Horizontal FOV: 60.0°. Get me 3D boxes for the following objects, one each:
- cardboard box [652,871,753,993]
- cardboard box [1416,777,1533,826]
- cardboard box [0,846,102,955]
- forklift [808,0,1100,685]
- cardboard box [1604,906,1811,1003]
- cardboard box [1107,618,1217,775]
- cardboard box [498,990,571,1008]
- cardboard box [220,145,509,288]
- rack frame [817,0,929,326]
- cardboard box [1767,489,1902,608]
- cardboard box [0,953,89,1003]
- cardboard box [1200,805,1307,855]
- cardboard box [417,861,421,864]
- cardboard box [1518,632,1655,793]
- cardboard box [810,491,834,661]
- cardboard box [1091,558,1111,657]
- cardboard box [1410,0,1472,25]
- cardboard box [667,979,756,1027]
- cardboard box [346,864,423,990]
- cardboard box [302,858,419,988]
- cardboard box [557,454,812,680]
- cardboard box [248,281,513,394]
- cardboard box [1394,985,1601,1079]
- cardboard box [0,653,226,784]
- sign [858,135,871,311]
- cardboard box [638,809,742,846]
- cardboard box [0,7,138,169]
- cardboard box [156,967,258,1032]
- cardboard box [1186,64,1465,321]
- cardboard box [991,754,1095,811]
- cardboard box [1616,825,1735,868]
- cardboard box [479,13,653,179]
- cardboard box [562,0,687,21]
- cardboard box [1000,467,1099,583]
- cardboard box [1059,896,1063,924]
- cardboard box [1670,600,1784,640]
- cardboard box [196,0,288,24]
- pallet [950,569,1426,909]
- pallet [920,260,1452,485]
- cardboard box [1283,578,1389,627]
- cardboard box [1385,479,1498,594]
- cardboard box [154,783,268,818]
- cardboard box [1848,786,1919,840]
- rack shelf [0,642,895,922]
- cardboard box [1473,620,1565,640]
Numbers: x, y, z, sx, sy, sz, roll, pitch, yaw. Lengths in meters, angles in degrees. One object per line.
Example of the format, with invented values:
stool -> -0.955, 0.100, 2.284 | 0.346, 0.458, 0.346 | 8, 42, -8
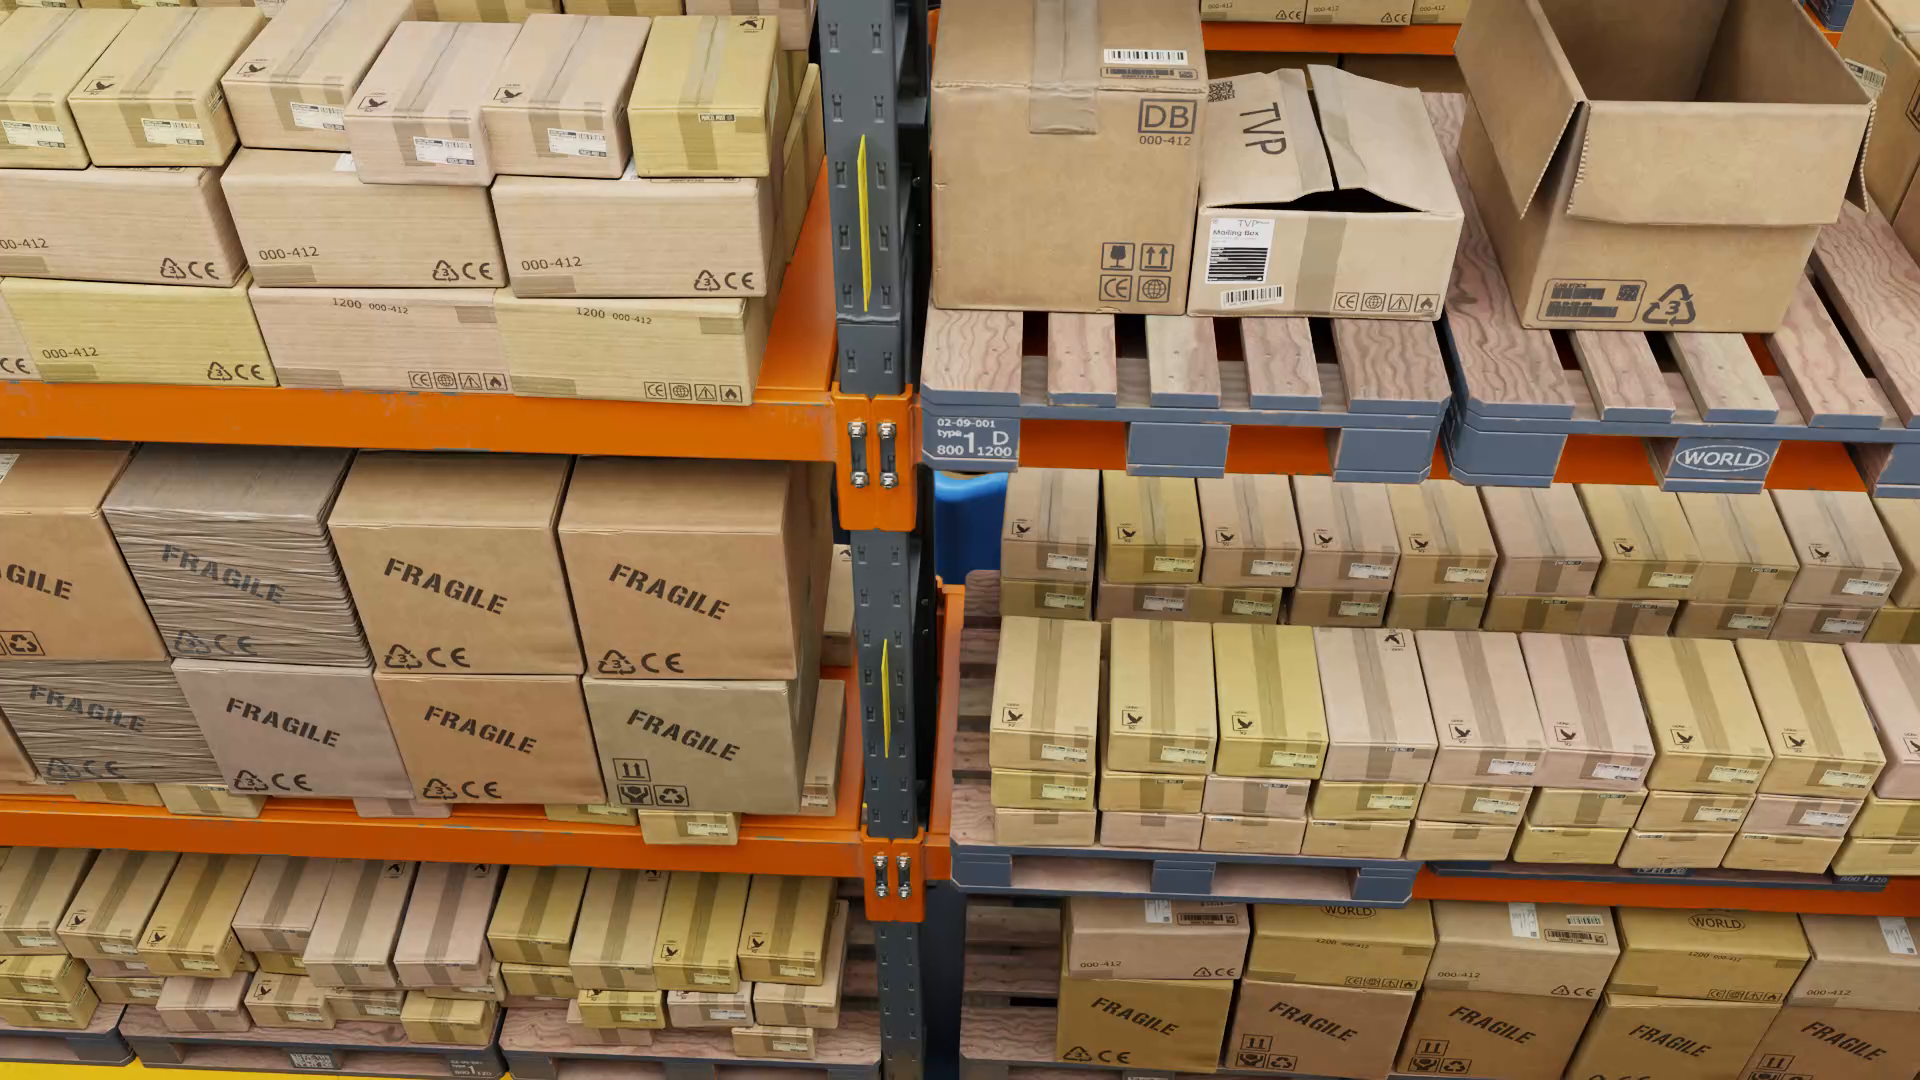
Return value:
cardboard box -> -0.785, 1.187, 5.122 | 0.250, 0.149, 0.380 | 2, 43, 2
cardboard box -> 1.258, 0.513, 4.157 | 0.250, 0.149, 0.380 | 3, 43, 4
cardboard box -> -2.870, 1.099, 5.217 | 0.250, 0.149, 0.380 | 0, 43, 0
forklift -> -0.150, -1.511, 6.722 | 1.130, 2.935, 3.031 | -15, 45, -15
cardboard box -> 2.128, 1.062, 4.885 | 0.500, 0.250, 0.500 | 3, 43, 3
cardboard box -> 0.491, 0.380, 4.081 | 0.250, 0.149, 0.380 | 3, 43, 3
cardboard box -> -1.348, 1.319, 5.417 | 0.250, 0.149, 0.380 | 1, 43, 1
cardboard box -> -1.152, -0.761, 3.409 | 0.500, 0.250, 0.500 | 0, 43, 0
rack frame -> -0.161, -1.866, 2.651 | 0.127, 3.000, 1.000 | 2, 43, 2
cardboard box -> 2.334, -0.006, 4.495 | 0.250, 0.149, 0.380 | 4, 43, 4
cardboard box -> -2.874, 1.254, 5.268 | 0.250, 0.149, 0.380 | 3, 43, 3
cardboard box -> 0.739, 0.608, 4.273 | 0.250, 0.149, 0.380 | 2, 43, 2
cardboard box -> -1.808, 0.977, 5.784 | 0.250, 0.149, 0.380 | 1, 43, 1
cardboard box -> 1.504, 0.414, 4.044 | 0.250, 0.149, 0.380 | 3, 43, 3
cardboard box -> -0.644, -0.003, 4.761 | 0.500, 0.500, 0.500 | 1, 43, 1
cardboard box -> 0.505, 0.153, 4.762 | 0.250, 0.149, 0.380 | 2, 43, 2
cardboard box -> 2.427, -2.737, 8.097 | 0.500, 0.250, 0.500 | 1, 43, 1
cardboard box -> -0.760, 1.317, 5.201 | 0.250, 0.149, 0.380 | 0, 43, 0
cardboard box -> -1.797, 1.230, 5.294 | 0.250, 0.149, 0.380 | 0, 43, 0
cardboard box -> -1.834, 1.178, 5.132 | 0.250, 0.149, 0.380 | 0, 43, 0
cardboard box -> -0.642, -0.012, 4.037 | 0.500, 0.500, 0.500 | 0, 43, 0
cardboard box -> -1.161, -0.568, 3.568 | 0.500, 0.250, 0.500 | 2, 43, 2
cardboard box -> 1.618, 1.316, 5.163 | 0.500, 0.500, 0.500 | 2, 43, 3
cardboard box -> -2.186, 0.297, 4.439 | 0.500, 0.500, 0.500 | 1, 43, 1
sign -> -0.177, -0.587, 3.100 | 0.005, 0.325, 0.100 | 2, 43, 2
cardboard box -> -0.719, 0.638, 4.548 | 0.250, 0.149, 0.380 | 1, 43, 1
cardboard box -> -1.779, -0.888, 3.252 | 0.250, 0.149, 0.380 | 1, 43, 2
cardboard box -> -2.379, 1.378, 5.354 | 0.250, 0.149, 0.380 | 0, 43, 0
cardboard box -> 0.709, -0.719, 3.378 | 0.500, 0.311, 0.500 | 1, 43, 1
cardboard box -> 0.212, 0.484, 4.188 | 0.250, 0.149, 0.380 | 2, 43, 3
cardboard box -> 1.769, 0.639, 4.239 | 0.250, 0.149, 0.380 | 0, 43, 0
cardboard box -> -0.750, -0.867, 3.230 | 0.250, 0.149, 0.380 | 3, 43, 3
cardboard box -> -0.711, -1.247, 3.638 | 0.250, 0.149, 0.380 | 0, 43, 0
cardboard box -> 0.249, -0.070, 4.565 | 0.250, 0.149, 0.380 | 4, 43, 4
cardboard box -> 0.590, 0.942, 5.564 | 0.500, 0.500, 0.500 | 1, 43, 1
cardboard box -> 2.075, 0.092, 4.609 | 0.250, 0.149, 0.380 | 1, 43, 2
cardboard box -> -1.481, -1.249, 3.640 | 0.250, 0.149, 0.380 | 1, 43, 1
pallet -> 0.596, 0.522, 4.630 | 1.213, 0.211, 1.003 | 2, 43, 2
pallet -> 0.451, -0.608, 3.639 | 1.003, 0.211, 1.213 | 2, 43, 2
cardboard box -> 1.030, 0.059, 4.644 | 0.250, 0.149, 0.380 | 0, 43, 1
cardboard box -> 1.283, -0.036, 4.527 | 0.250, 0.149, 0.380 | 0, 43, 1
cardboard box -> -2.021, 0.573, 4.619 | 0.250, 0.149, 0.380 | 3, 43, 3
cardboard box -> 2.293, 0.546, 4.121 | 0.250, 0.149, 0.380 | 1, 43, 2
rack shelf -> -2.159, 0.531, 5.007 | 4.000, 0.370, 1.077 | 2, 43, 2
cardboard box -> 1.547, 0.183, 4.729 | 0.250, 0.149, 0.380 | 3, 43, 4
